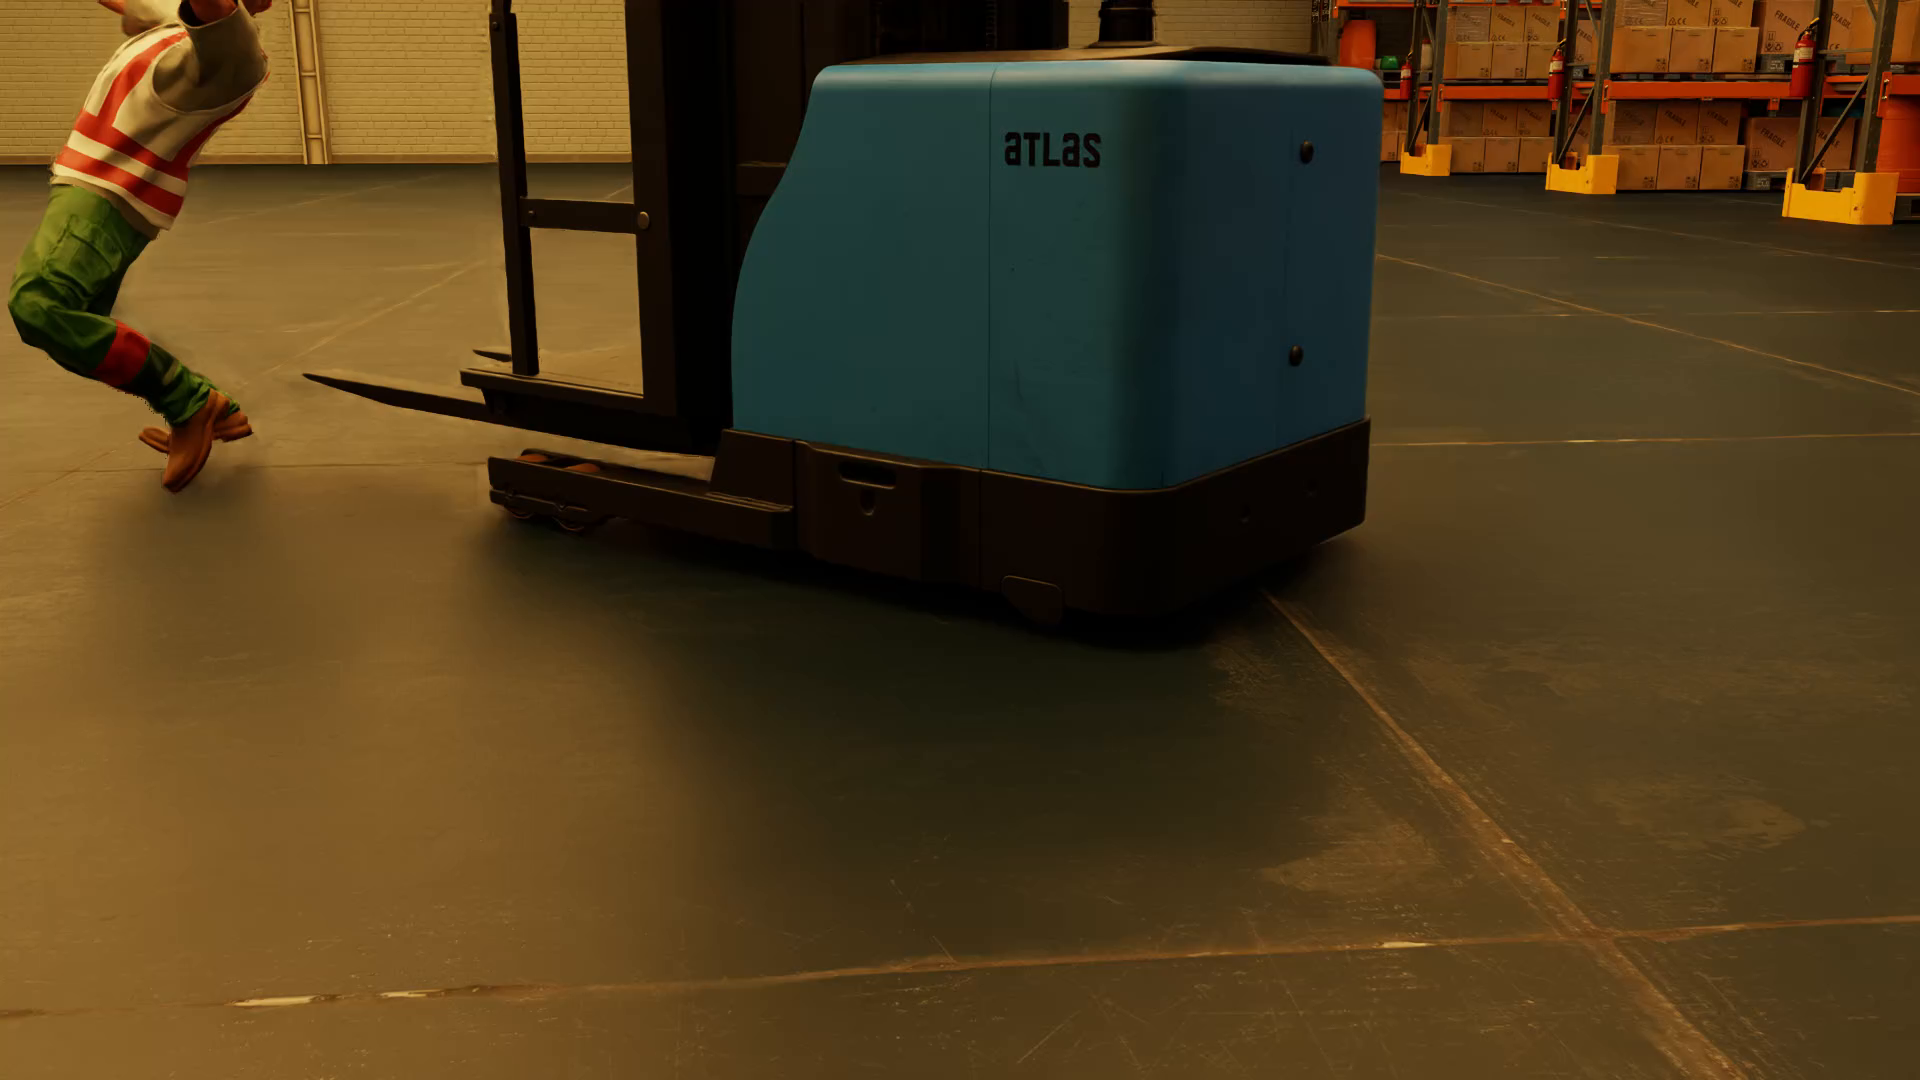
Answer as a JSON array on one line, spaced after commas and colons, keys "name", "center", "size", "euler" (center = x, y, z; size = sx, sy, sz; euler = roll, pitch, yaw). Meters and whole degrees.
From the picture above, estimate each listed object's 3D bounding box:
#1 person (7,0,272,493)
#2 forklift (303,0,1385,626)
[{"name": "person", "center": [-2.119, -0.969, 4.385], "size": [0.777, 1.645, 0.992], "euler": [-9, 17, -29]}, {"name": "forklift", "center": [-0.546, -1.531, 3.996], "size": [3.031, 2.935, 1.130], "euler": [11, 18, 36]}]
